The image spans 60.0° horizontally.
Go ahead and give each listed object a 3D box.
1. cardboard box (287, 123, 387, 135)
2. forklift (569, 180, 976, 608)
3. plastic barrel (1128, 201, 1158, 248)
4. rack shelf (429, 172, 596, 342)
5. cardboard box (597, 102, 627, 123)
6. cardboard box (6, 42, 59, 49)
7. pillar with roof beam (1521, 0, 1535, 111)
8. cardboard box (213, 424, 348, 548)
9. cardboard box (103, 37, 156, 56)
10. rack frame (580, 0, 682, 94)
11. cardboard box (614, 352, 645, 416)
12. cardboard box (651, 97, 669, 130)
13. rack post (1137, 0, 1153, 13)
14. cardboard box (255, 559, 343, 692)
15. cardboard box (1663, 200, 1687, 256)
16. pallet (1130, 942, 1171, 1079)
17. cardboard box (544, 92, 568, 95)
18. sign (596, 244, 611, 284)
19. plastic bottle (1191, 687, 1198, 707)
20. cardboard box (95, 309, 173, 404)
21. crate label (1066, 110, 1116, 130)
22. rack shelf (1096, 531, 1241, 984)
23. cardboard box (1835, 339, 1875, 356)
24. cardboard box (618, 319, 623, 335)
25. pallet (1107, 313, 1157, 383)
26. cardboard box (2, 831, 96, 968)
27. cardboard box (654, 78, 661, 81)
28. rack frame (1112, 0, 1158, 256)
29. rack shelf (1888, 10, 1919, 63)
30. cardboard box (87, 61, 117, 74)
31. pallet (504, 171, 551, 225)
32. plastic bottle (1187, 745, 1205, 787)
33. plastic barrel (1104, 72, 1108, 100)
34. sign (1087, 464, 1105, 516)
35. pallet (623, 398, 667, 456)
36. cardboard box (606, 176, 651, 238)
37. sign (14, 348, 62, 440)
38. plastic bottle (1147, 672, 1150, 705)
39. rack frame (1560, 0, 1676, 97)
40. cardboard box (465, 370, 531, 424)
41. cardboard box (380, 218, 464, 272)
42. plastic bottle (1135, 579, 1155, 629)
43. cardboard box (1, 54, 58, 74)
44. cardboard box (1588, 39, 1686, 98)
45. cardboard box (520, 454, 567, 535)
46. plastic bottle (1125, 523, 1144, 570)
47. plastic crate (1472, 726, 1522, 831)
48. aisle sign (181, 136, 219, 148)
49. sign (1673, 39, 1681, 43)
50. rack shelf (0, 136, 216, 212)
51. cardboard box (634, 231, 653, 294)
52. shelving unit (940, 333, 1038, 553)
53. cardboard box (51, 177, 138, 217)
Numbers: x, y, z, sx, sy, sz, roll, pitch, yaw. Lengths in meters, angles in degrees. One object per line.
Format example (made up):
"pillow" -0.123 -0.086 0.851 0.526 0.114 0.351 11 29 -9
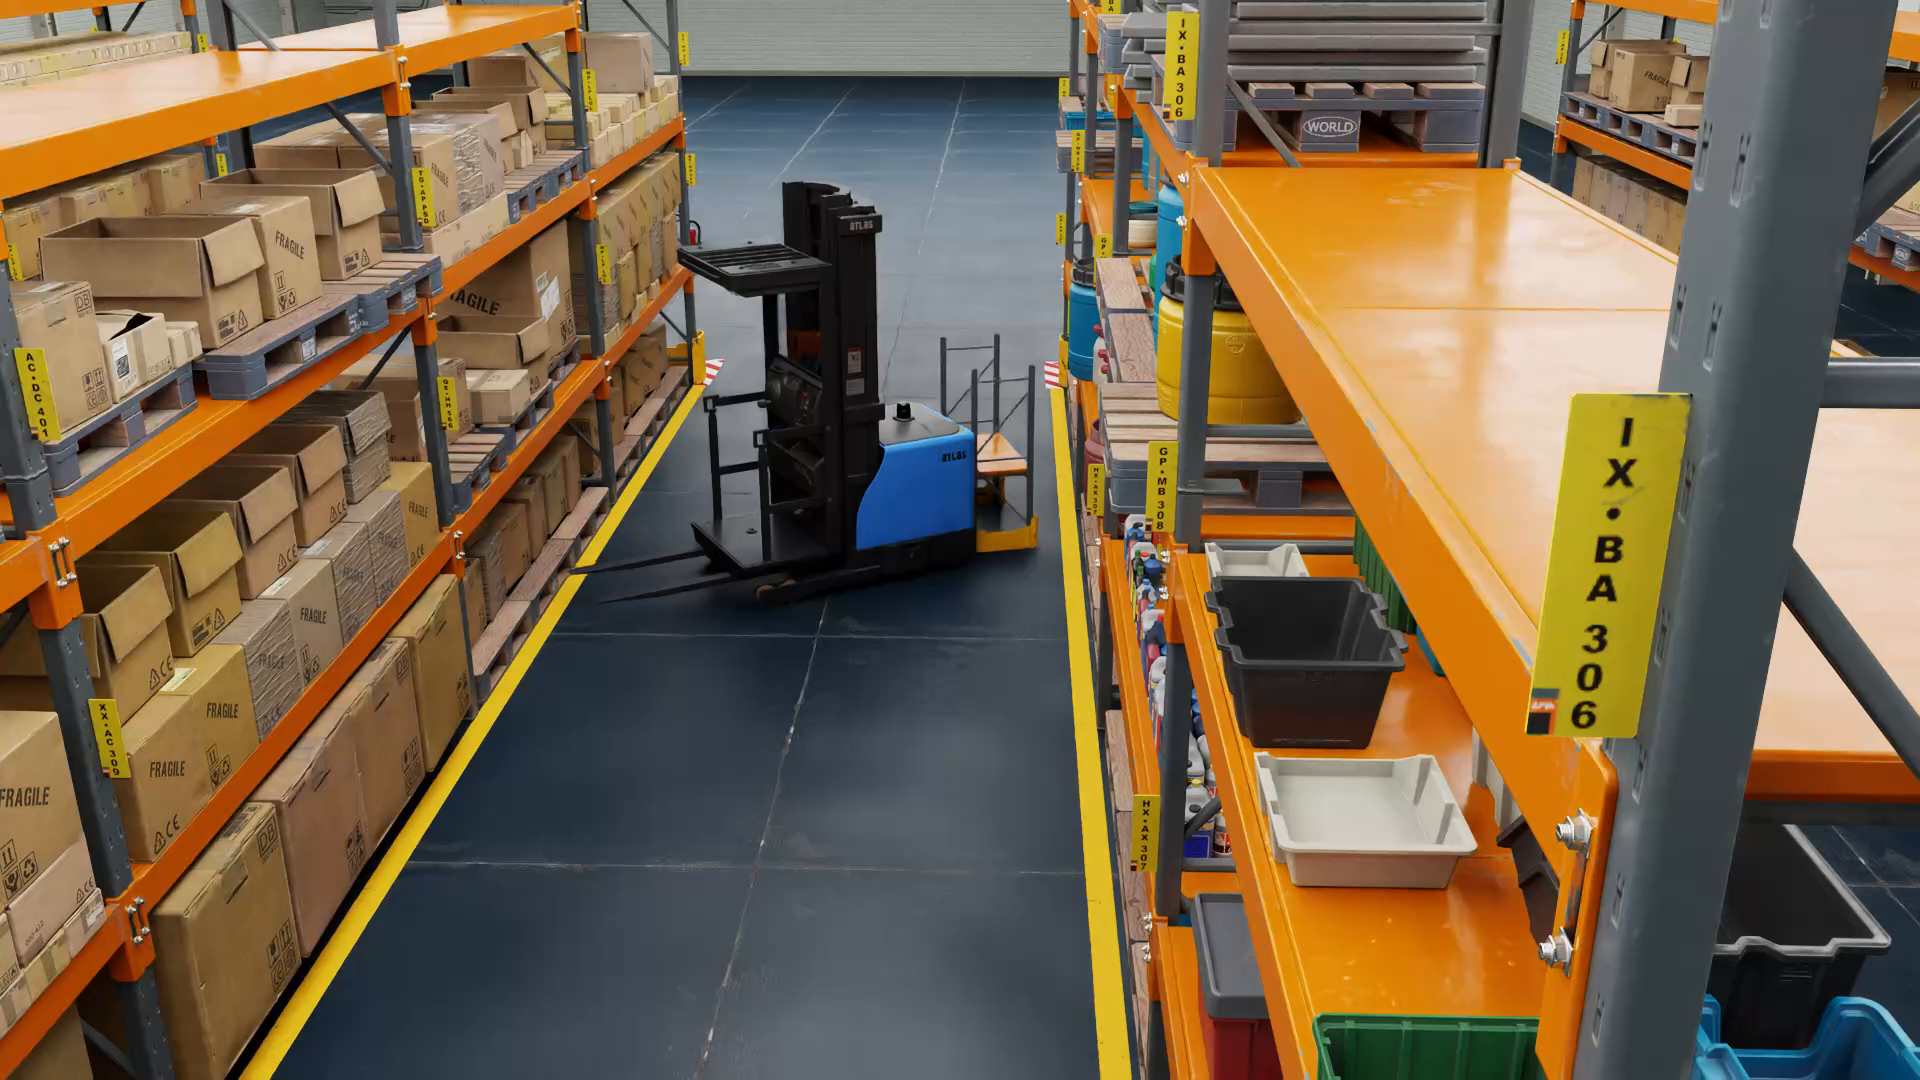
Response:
"cardboard box" -3.820 -2.312 10.364 0.500 0.500 0.500 1 21 1
"forklift" -1.414 -1.085 12.273 3.031 2.935 1.130 -11 24 -27
"plastic barrel" 1.166 -2.015 10.619 0.301 0.262 0.301 0 21 0
"rack shelf" -3.529 -2.059 11.536 1.077 0.370 4.000 1 21 2
"cardboard box" -3.121 -3.727 14.497 0.380 0.149 0.250 0 21 1
"cardboard box" -8.669 -4.575 15.553 0.380 0.149 0.250 0 21 1
"pillar with roof beam" 8.777 -14.261 37.843 9.100 9.000 0.400 1 21 2
"cardboard box" -3.651 -0.287 8.597 0.797 0.503 0.637 1 21 3
"cardboard box" -7.995 -4.750 16.003 0.380 0.149 0.250 1 21 3
"rack frame" -3.346 -5.962 16.455 1.000 3.000 0.127 1 21 2
"cardboard box" -3.404 -1.527 16.194 0.500 0.500 0.500 3 21 7
"cardboard box" -3.119 -4.136 16.103 0.500 0.250 0.500 1 21 2
"rack post" 1.509 -3.842 10.713 1.013 1.000 3.121 1 21 2
"cardboard box" -3.407 0.414 8.178 0.500 0.500 0.500 1 21 3
"cardboard box" 6.455 -2.603 14.160 0.700 0.500 0.500 1 21 1
"pallet" 1.305 2.250 7.439 1.003 0.211 1.213 1 21 2
"cardboard box" -3.620 -4.022 15.257 0.380 0.149 0.250 0 21 1
"sign" -2.913 -2.254 13.591 0.100 0.325 0.005 1 21 2
"plastic bottle" 1.084 0.774 7.566 0.097 0.271 0.097 0 21 0
"cardboard box" -3.588 -0.775 6.775 0.500 0.311 0.500 0 21 0
"crate label" 1.217 -3.767 15.149 0.502 0.251 0.408 1 21 2
"rack shelf" 1.300 0.840 8.211 1.077 0.370 4.000 1 21 2
"cardboard box" 6.378 -1.187 12.304 0.500 0.500 0.500 2 21 6
"cardboard box" -3.160 -1.857 14.516 0.380 0.149 0.250 1 21 2
"pallet" 1.197 -0.777 7.499 1.003 0.211 1.213 1 21 2
"cardboard box" -3.462 1.267 5.912 0.500 0.250 0.500 0 21 1
"cardboard box" -3.168 -4.483 16.445 0.380 0.149 0.250 0 21 0
"rack frame" 1.361 -3.015 8.859 1.000 3.000 0.127 1 21 2
"rack shelf" 6.373 -3.160 10.782 1.077 0.370 4.000 1 21 2
"cardboard box" -8.084 -4.241 15.244 0.500 0.250 0.500 1 21 2
"pallet" -3.622 -2.433 11.765 1.213 0.211 1.003 1 21 2
"plastic bottle" 0.939 1.008 6.956 0.152 0.276 0.135 1 21 2
"plastic barrel" 1.717 -4.728 16.247 0.600 0.830 0.708 1 21 2
"sign" 0.811 -0.298 9.924 0.100 0.325 0.005 1 21 2
"pallet" -3.448 -1.104 16.083 1.003 0.211 1.213 1 21 2
"cardboard box" -3.167 -3.073 15.370 0.500 0.500 0.500 1 21 2
"sign" -3.156 -0.497 5.693 0.100 0.325 0.005 1 21 2
"plastic bottle" 0.942 0.685 7.890 0.097 0.201 0.097 0 21 0
"rack frame" 6.555 -5.852 16.170 1.000 3.000 0.127 1 21 2
"cardboard box" -3.309 -1.002 11.591 0.500 0.250 0.500 0 21 0
"cardboard box" -3.321 -1.768 10.000 0.500 0.250 0.500 1 21 3
"plastic bottle" 0.969 0.335 8.696 0.097 0.271 0.097 0 21 0
"cardboard box" -8.050 -4.109 14.352 0.380 0.149 0.250 0 21 1
"cardboard box" 6.534 -4.555 16.057 0.797 0.503 0.637 2 21 5
"cardboard box" -3.541 -0.365 13.170 0.700 0.500 0.500 1 21 1
"plastic bottle" 0.994 0.036 9.467 0.097 0.271 0.097 0 21 0
"plastic crate" 1.494 0.533 4.025 0.437 0.282 0.530 1 21 2
"aisle sign" -7.999 -4.491 17.362 0.394 0.787 0.004 1 21 2
"sign" 7.097 -4.818 16.539 0.100 0.325 0.005 1 21 2
"rack shelf" -8.362 -3.596 15.498 1.077 0.370 4.000 1 21 2
"cardboard box" -3.371 -2.609 15.557 0.875 0.500 0.500 1 21 2
"shelving unit" 0.211 -0.806 13.534 0.587 1.500 1.083 -5 22 -13
"cardboard box" -8.314 -3.102 15.677 0.875 0.550 0.500 1 21 2
